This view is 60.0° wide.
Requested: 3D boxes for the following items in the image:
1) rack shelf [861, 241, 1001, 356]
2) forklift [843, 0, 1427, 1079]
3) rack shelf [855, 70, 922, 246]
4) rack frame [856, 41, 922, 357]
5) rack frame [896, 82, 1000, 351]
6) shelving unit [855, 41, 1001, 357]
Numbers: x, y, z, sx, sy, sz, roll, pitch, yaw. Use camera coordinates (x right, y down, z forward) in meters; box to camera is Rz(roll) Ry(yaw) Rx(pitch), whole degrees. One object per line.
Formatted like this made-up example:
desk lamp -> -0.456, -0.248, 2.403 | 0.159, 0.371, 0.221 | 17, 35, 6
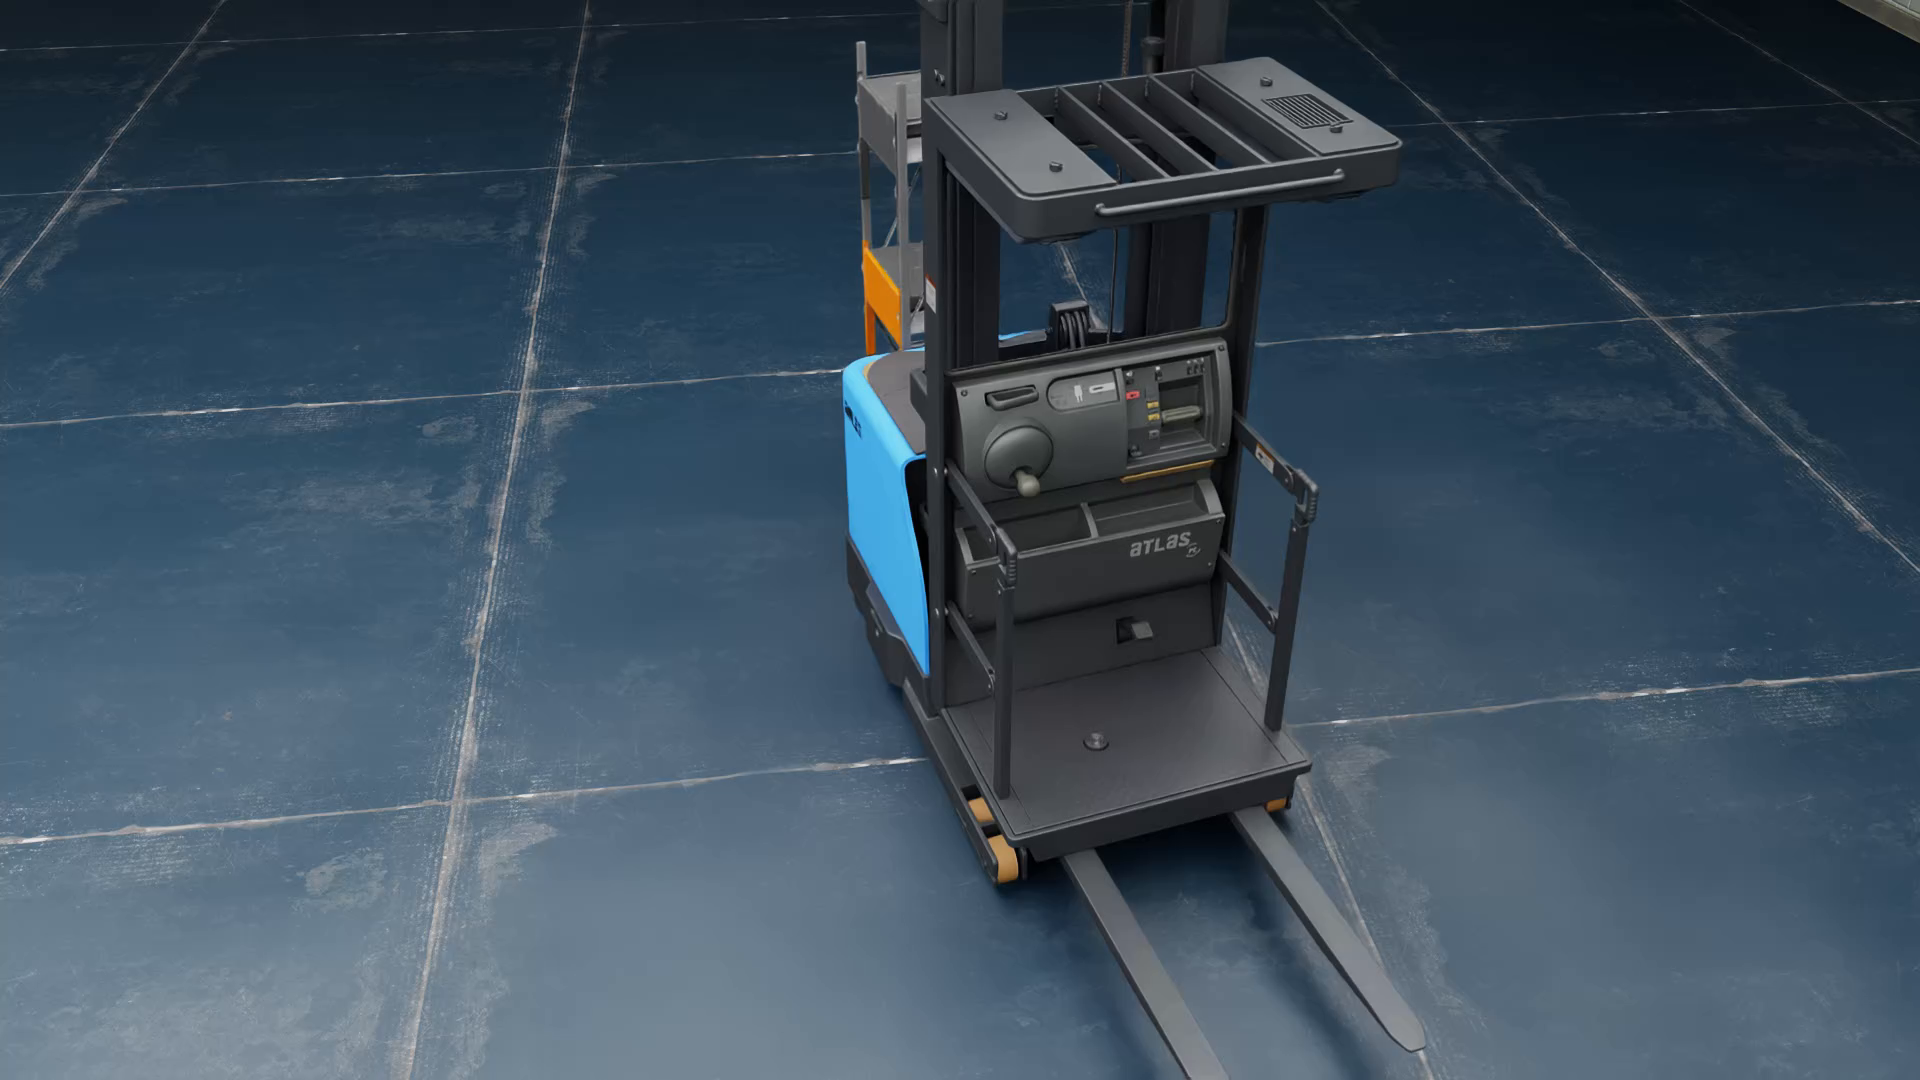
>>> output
rack shelf -> -0.120, -0.907, 6.740 | 0.431, 0.518, 0.480 | -11, 36, -16
forklift -> 0.510, -0.324, 5.123 | 1.130, 2.935, 3.031 | -11, 36, -16
rack shelf -> -0.120, -1.485, 6.346 | 0.431, 0.518, 0.480 | -11, 36, -16
rack frame -> -0.202, -1.048, 6.923 | 0.400, 2.100, 0.015 | -11, 36, -16
rack frame -> -0.038, -0.789, 6.543 | 0.400, 2.100, 0.015 | -11, 36, -16
shelving unit -> -0.120, -0.918, 6.733 | 0.431, 2.100, 0.503 | -11, 36, -16
